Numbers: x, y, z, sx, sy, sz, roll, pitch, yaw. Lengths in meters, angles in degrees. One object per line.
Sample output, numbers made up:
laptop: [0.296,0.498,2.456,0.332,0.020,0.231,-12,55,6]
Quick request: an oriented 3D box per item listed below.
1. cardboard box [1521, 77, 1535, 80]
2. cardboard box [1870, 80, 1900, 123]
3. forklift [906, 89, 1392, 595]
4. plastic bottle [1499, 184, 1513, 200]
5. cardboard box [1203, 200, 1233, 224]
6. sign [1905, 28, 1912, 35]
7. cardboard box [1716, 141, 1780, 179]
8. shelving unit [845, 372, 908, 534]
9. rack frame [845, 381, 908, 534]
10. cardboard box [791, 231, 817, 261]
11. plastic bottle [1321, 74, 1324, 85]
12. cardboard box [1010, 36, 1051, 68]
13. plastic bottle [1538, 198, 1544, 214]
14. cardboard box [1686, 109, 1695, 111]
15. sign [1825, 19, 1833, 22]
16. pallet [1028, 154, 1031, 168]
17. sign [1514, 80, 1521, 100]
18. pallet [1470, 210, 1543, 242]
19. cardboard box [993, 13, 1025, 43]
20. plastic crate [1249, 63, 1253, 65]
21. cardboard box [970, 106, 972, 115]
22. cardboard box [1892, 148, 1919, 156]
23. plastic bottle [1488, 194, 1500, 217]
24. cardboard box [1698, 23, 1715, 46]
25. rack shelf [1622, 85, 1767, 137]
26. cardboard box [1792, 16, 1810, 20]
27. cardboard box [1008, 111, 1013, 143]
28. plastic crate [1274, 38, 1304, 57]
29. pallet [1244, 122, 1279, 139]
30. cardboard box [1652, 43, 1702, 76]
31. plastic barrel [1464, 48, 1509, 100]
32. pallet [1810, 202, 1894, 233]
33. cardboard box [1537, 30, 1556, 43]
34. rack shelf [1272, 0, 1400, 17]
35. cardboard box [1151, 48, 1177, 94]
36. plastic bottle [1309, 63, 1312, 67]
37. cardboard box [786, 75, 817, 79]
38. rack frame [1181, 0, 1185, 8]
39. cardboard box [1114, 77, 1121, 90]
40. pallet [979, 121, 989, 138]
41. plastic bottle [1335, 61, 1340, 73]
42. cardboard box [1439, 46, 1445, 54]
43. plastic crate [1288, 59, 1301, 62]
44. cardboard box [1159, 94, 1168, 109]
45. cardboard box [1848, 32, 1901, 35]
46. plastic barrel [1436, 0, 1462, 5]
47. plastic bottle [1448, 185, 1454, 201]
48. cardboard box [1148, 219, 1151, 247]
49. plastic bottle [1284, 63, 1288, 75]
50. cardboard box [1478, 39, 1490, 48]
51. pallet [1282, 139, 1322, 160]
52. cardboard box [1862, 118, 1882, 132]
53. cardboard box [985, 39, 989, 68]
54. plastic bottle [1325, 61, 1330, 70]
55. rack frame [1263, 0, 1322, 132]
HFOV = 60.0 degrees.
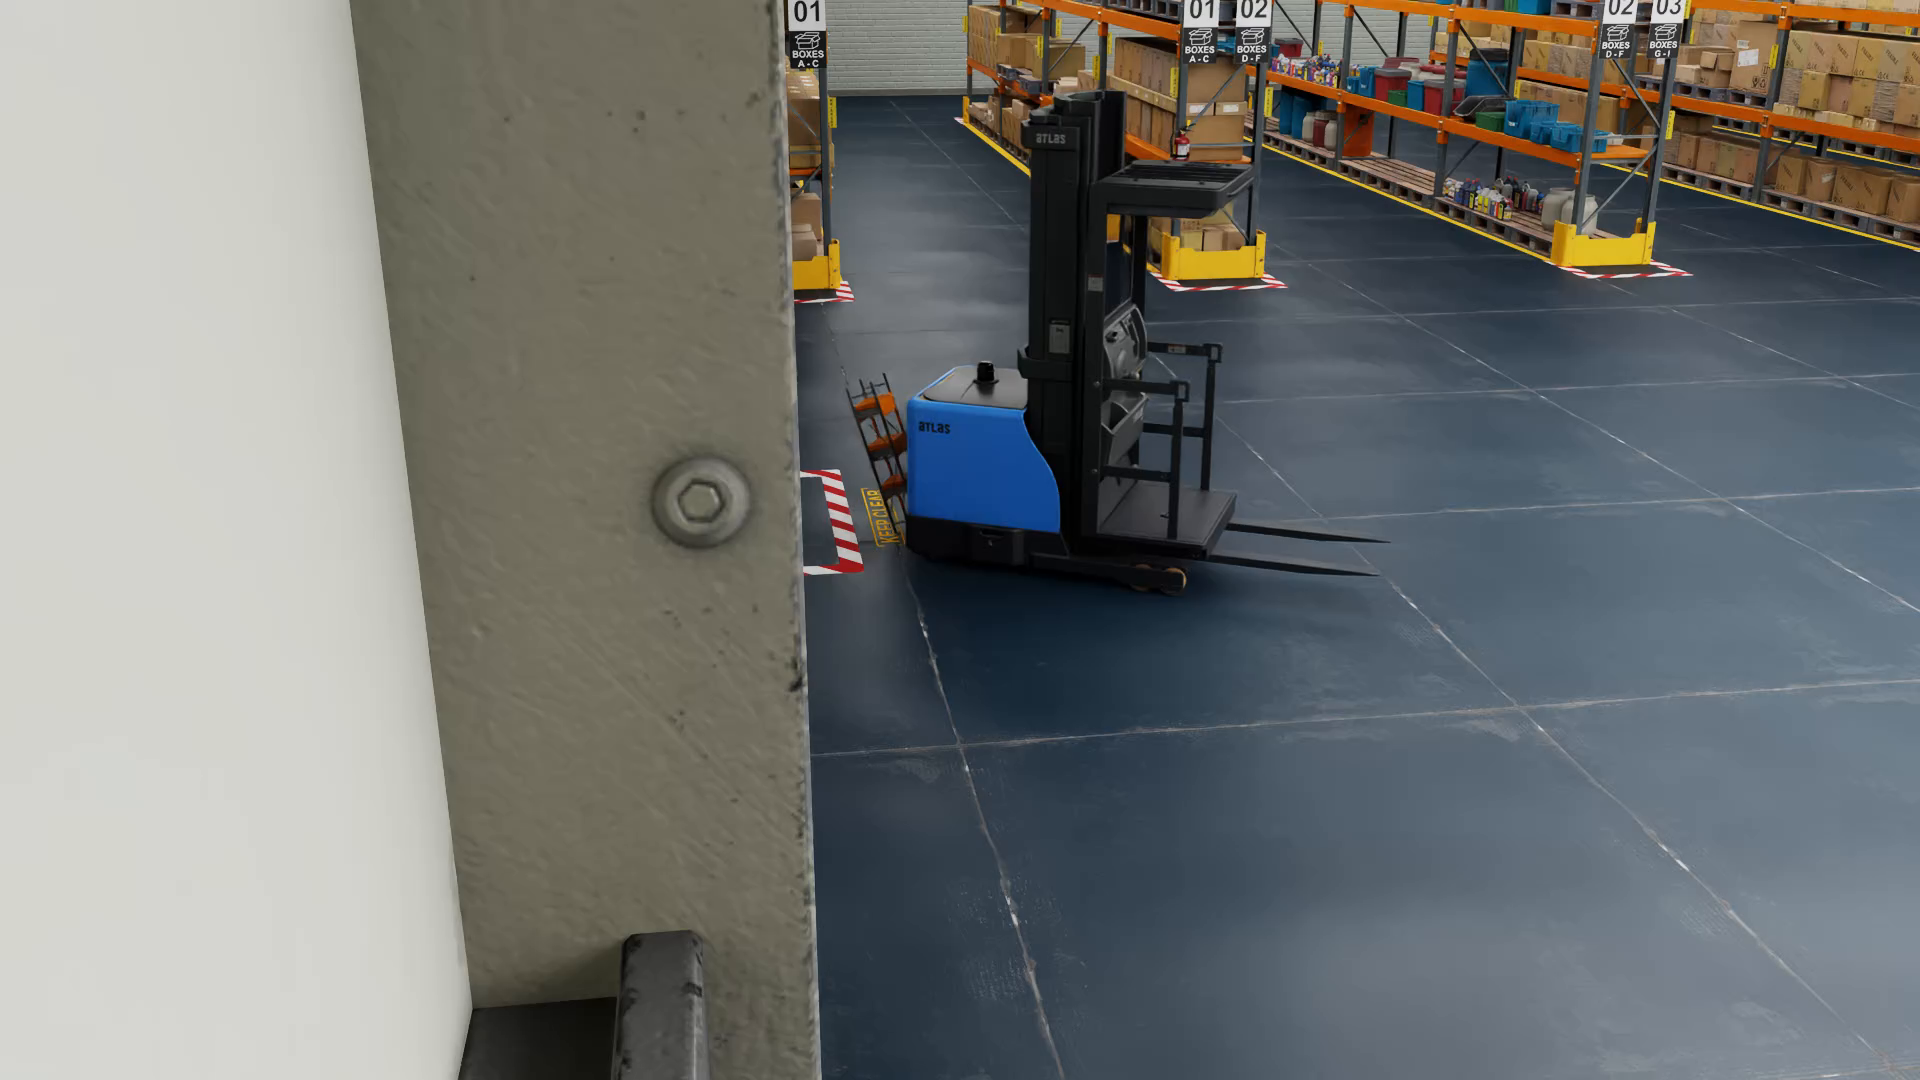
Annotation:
cardboard box: [11.013,-8.601,32.393,0.875,0.875,0.875,-3,21,-8]
cardboard box: [12.486,-5.732,21.708,0.875,0.500,0.500,-3,21,-8]
forklift: [1.219,-1.241,10.349,3.031,2.935,1.130,7,22,18]
plastic bottle: [7.543,-4.786,23.007,0.152,0.276,0.135,-3,21,-8]
cardboard box: [3.024,-4.143,20.280,0.500,0.500,0.500,-3,21,-8]
sign: [15.992,-8.472,28.069,0.100,0.325,0.005,-3,21,-8]
cardboard box: [12.064,-5.812,25.433,0.700,0.500,0.500,-3,21,-8]
shelving unit: [-0.474,-0.584,11.248,0.215,1.050,0.252,-13,15,23]
rack frame: [-0.512,-0.544,11.139,0.200,1.050,0.008,-13,15,23]
cardboard box: [-1.957,-3.453,19.388,0.500,0.311,0.500,-5,21,-14]
plastic bottle: [6.150,-7.779,28.041,0.097,0.201,0.097,0,20,0]
cardboard box: [1.234,-8.502,28.948,0.700,0.500,0.500,0,20,1]
plastic bottle: [7.826,-4.488,22.317,0.097,0.201,0.097,0,20,0]
cardboard box: [15.304,-8.990,34.473,0.380,0.149,0.250,-4,21,-10]
sign: [21.981,-13.110,42.166,0.329,0.494,0.001,-3,21,-8]
pallet: [1.732,-6.237,27.615,1.003,0.211,1.213,-3,21,-8]
sign: [7.827,-6.301,23.403,0.100,0.325,0.005,-3,21,-8]
pallet: [7.515,-4.183,22.113,1.003,0.211,1.213,-3,21,-8]
cardboard box: [0.896,-9.346,30.379,0.500,0.500,0.500,-3,21,-7]
plastic crate: [5.700,-9.190,31.842,0.437,0.125,0.590,-3,21,-8]
cardboard box: [0.405,-8.683,33.598,0.380,0.166,0.250,-3,21,-8]
cardboard box: [16.527,-6.924,28.083,1.050,0.750,0.750,-3,21,-8]
plastic bottle: [7.129,-4.443,22.088,0.152,0.276,0.135,-3,21,-9]
cardboard box: [15.406,-10.253,33.813,0.500,0.500,0.500,-3,21,-9]
rack shelf: [11.893,-6.752,26.036,1.077,0.370,4.000,-3,21,-8]
cardboard box: [16.127,-10.205,32.255,0.500,0.500,0.500,-2,21,-6]
cardboard box: [1.142,-7.339,29.524,0.500,0.500,0.500,-3,21,-7]
plastic crate: [6.247,-9.297,31.643,0.402,0.464,0.583,-3,21,-8]
pallet: [5.983,-7.863,31.967,1.003,0.211,1.213,-3,21,-8]
cardboard box: [11.723,-7.840,27.178,0.500,0.500,0.500,-6,21,-14]
plastic barrel: [7.525,-6.531,23.698,0.600,0.901,0.708,-3,21,-8]
pallet: [12.493,-4.436,22.792,1.003,0.211,1.213,-3,21,-8]
cardboard box: [11.129,-9.463,30.688,0.797,0.503,0.637,-3,21,-9]
rack shelf: [6.416,-9.293,28.550,1.077,0.370,4.000,-3,21,-8]
cardboard box: [2.738,-5.705,20.207,0.700,0.500,0.500,-3,21,-8]
plastic bottle: [6.073,-8.105,28.796,0.061,0.283,0.133,-3,21,-8]
cardboard box: [-2.071,-5.617,21.082,0.500,0.500,0.500,-3,21,-8]
rack frame: [2.955,-7.324,17.964,1.000,3.000,0.127,-3,21,-8]
cardboard box: [2.262,-6.059,22.083,0.380,0.149,0.250,-3,21,-7]
pallet: [0.948,-8.023,32.396,1.003,0.211,1.213,-3,21,-8]
plastic bottle: [6.682,-8.311,29.357,0.152,0.276,0.135,-3,21,-8]
cardboard box: [10.215,-10.206,34.613,0.380,0.149,0.250,-3,21,-9]
plastic crate: [6.202,-8.990,31.289,0.396,0.136,0.243,-3,21,-8]
cardboard box: [2.601,-5.253,19.924,0.380,0.149,0.250,-3,21,-7]
cardboard box: [12.592,-6.736,22.968,0.500,0.500,0.500,-3,21,-8]
plastic barrel: [6.992,-7.952,23.217,0.600,0.901,0.708,-3,21,-8]
plastic bottle: [6.907,-4.875,23.351,0.097,0.201,0.097,0,20,0]
cardboard box: [2.501,-3.765,20.340,0.500,0.250,0.500,-3,21,-8]
plastic bottle: [5.873,-8.442,29.817,0.097,0.201,0.097,0,20,0]
cardboard box: [10.554,-9.731,32.772,0.500,0.250,0.500,-2,21,-7]
pallet: [6.376,-6.918,29.437,1.003,0.211,1.213,-3,21,-8]
cardboard box: [12.193,-5.496,22.004,0.380,0.149,0.250,-3,21,-8]
cardboard box: [0.747,-9.231,31.502,0.500,0.500,0.500,-2,21,-7]
plastic bottle: [6.528,-8.376,29.539,0.097,0.271,0.097,0,20,0]
rack frame: [6.127,-8.917,30.803,1.000,3.000,0.127,-3,21,-8]
